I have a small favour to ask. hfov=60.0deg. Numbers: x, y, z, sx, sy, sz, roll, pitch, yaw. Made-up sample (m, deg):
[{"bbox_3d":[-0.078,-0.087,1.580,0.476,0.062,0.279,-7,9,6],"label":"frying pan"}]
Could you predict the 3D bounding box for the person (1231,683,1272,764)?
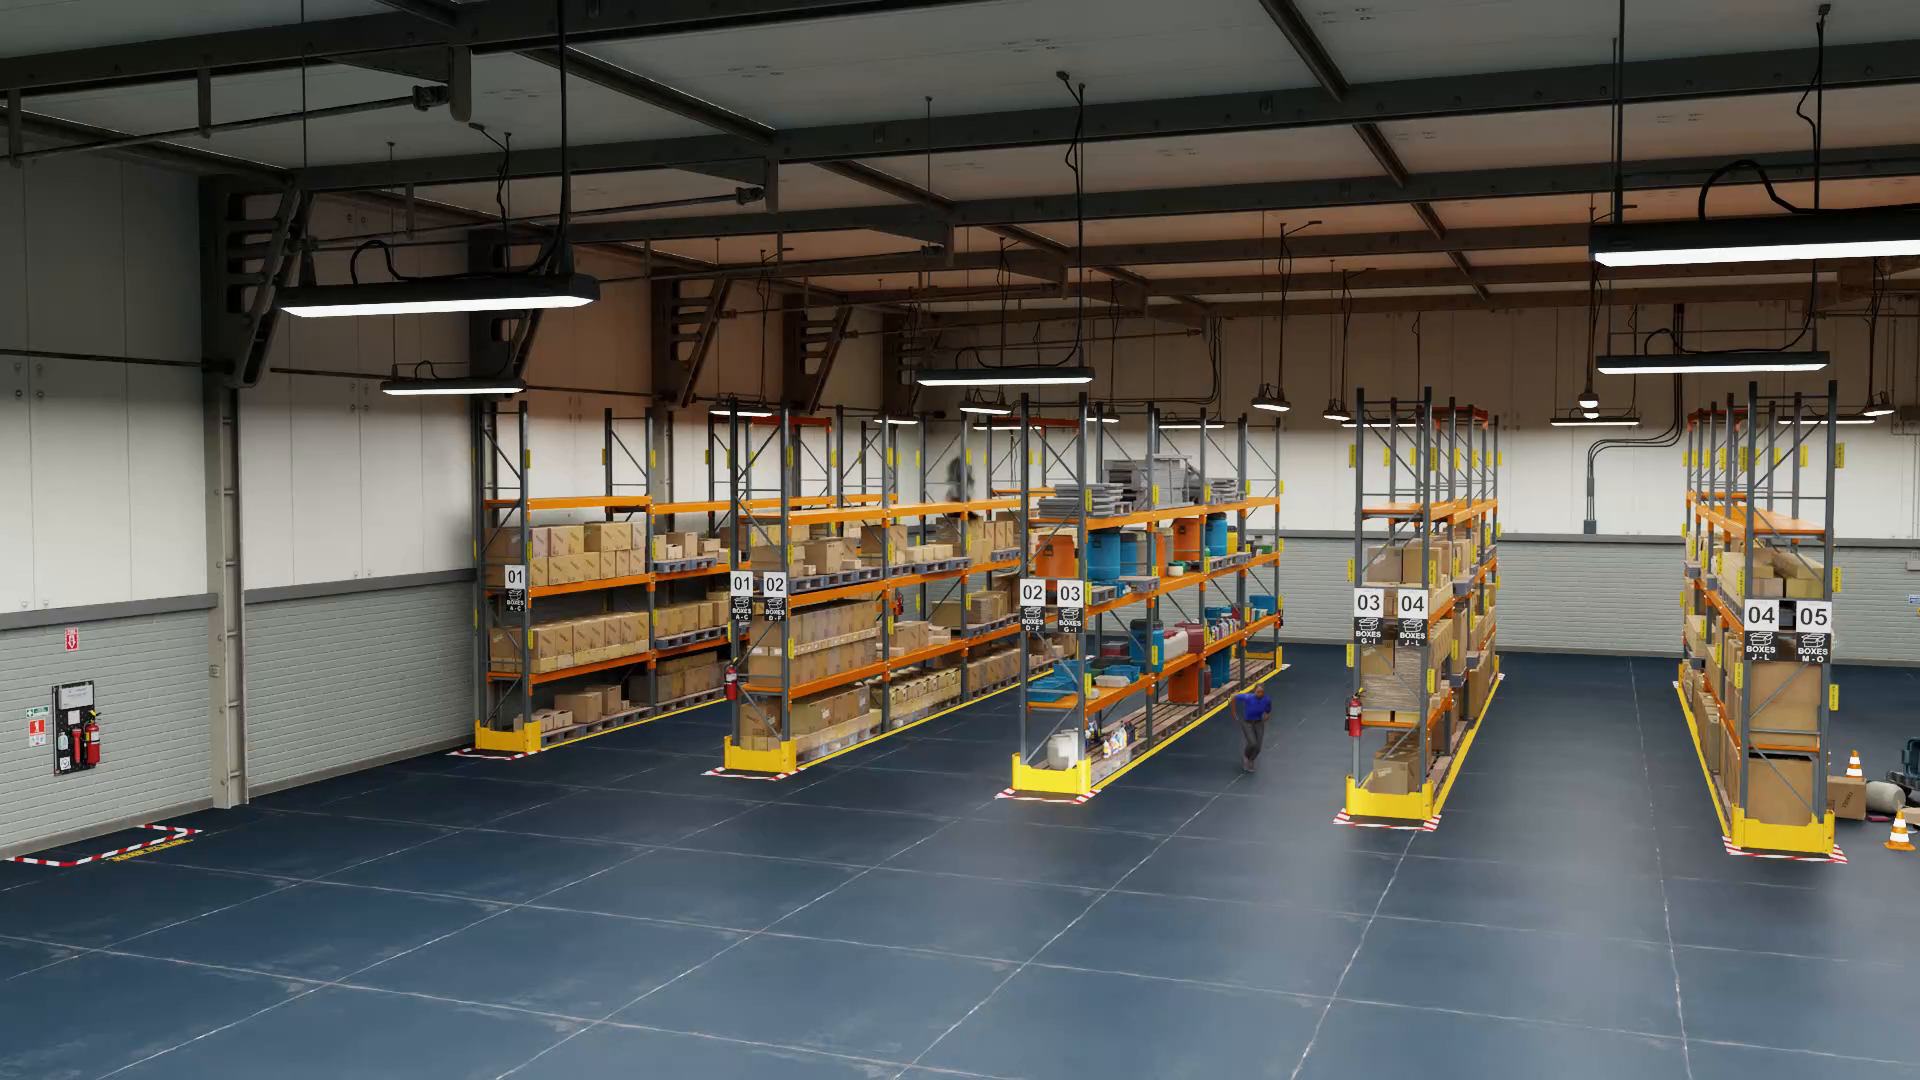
[{"bbox_3d":[4.627,2.941,26.413,0.603,1.421,0.840,0,3,-9],"label":"person"}]
